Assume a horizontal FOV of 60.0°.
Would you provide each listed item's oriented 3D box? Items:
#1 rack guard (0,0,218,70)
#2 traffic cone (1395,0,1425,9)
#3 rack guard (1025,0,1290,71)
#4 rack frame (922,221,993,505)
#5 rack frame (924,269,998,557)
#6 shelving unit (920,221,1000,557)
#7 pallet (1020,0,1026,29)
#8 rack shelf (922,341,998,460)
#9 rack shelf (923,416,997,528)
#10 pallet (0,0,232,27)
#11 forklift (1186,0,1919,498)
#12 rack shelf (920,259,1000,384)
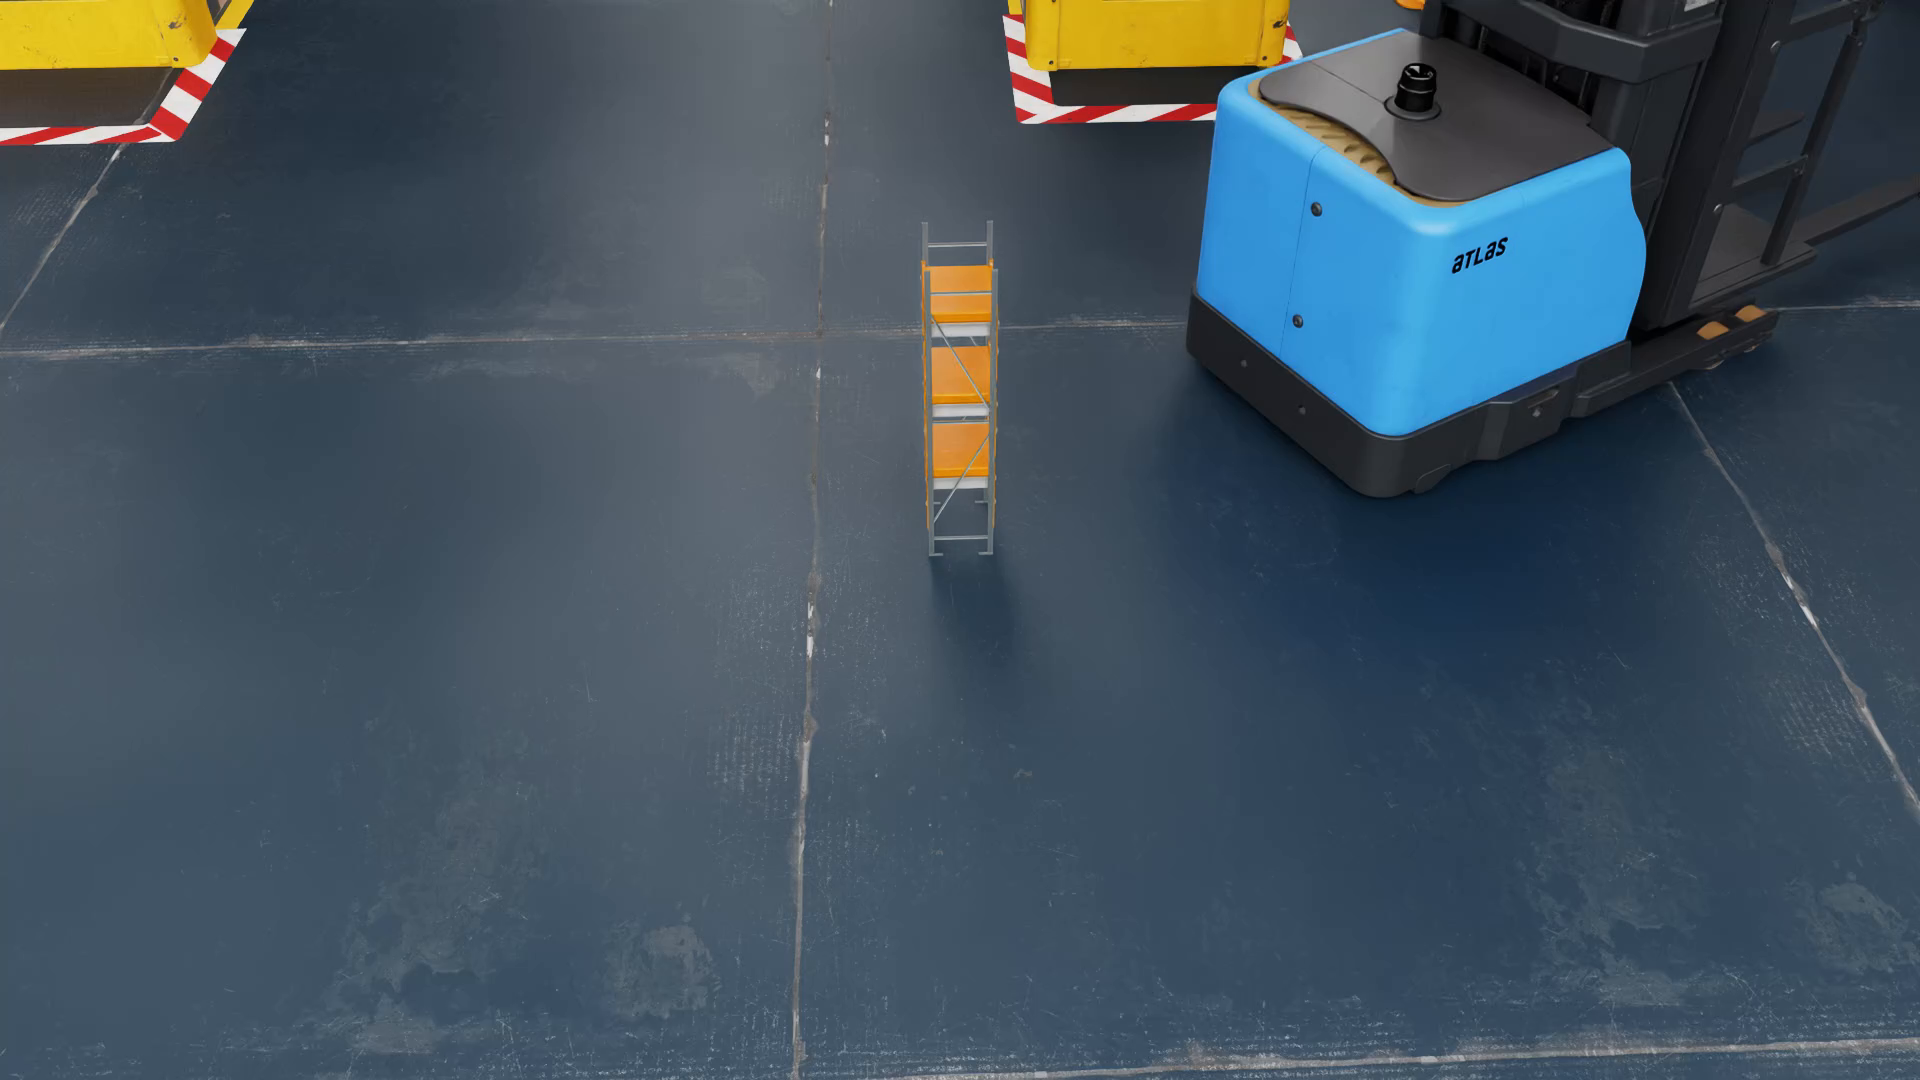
[{"bbox_3d":[-4.070,-2.448,7.551,1.175,0.500,0.348,-2,43,-2],"label":"rack guard"},{"bbox_3d":[2.289,-2.857,8.024,0.336,0.463,0.334,-2,43,-2],"label":"traffic cone"},{"bbox_3d":[0.894,-2.455,7.558,1.175,0.500,0.348,-2,43,-2],"label":"rack guard"},{"bbox_3d":[-0.007,-0.506,5.025,0.200,1.050,0.008,-2,43,-2],"label":"rack frame"},{"bbox_3d":[0.003,-0.341,4.845,0.200,1.050,0.008,-2,43,-2],"label":"rack frame"},{"bbox_3d":[-0.002,-0.423,4.935,0.215,1.050,0.252,-2,43,-2],"label":"shelving unit"},{"bbox_3d":[0.781,-2.902,8.260,1.003,0.211,1.213,-2,43,-2],"label":"pallet"},{"bbox_3d":[-0.002,-0.415,4.942,0.215,0.259,0.240,-2,43,-2],"label":"rack shelf"},{"bbox_3d":[-0.002,-0.210,5.130,0.215,0.259,0.240,-2,43,-2],"label":"rack shelf"},{"bbox_3d":[-4.069,-2.891,8.248,1.003,0.211,1.213,-2,43,-2],"label":"pallet"},{"bbox_3d":[2.325,-1.970,5.230,3.031,2.935,1.130,-22,47,-23],"label":"forklift"},{"bbox_3d":[-0.002,-0.625,4.750,0.215,0.259,0.240,-2,43,-2],"label":"rack shelf"}]
